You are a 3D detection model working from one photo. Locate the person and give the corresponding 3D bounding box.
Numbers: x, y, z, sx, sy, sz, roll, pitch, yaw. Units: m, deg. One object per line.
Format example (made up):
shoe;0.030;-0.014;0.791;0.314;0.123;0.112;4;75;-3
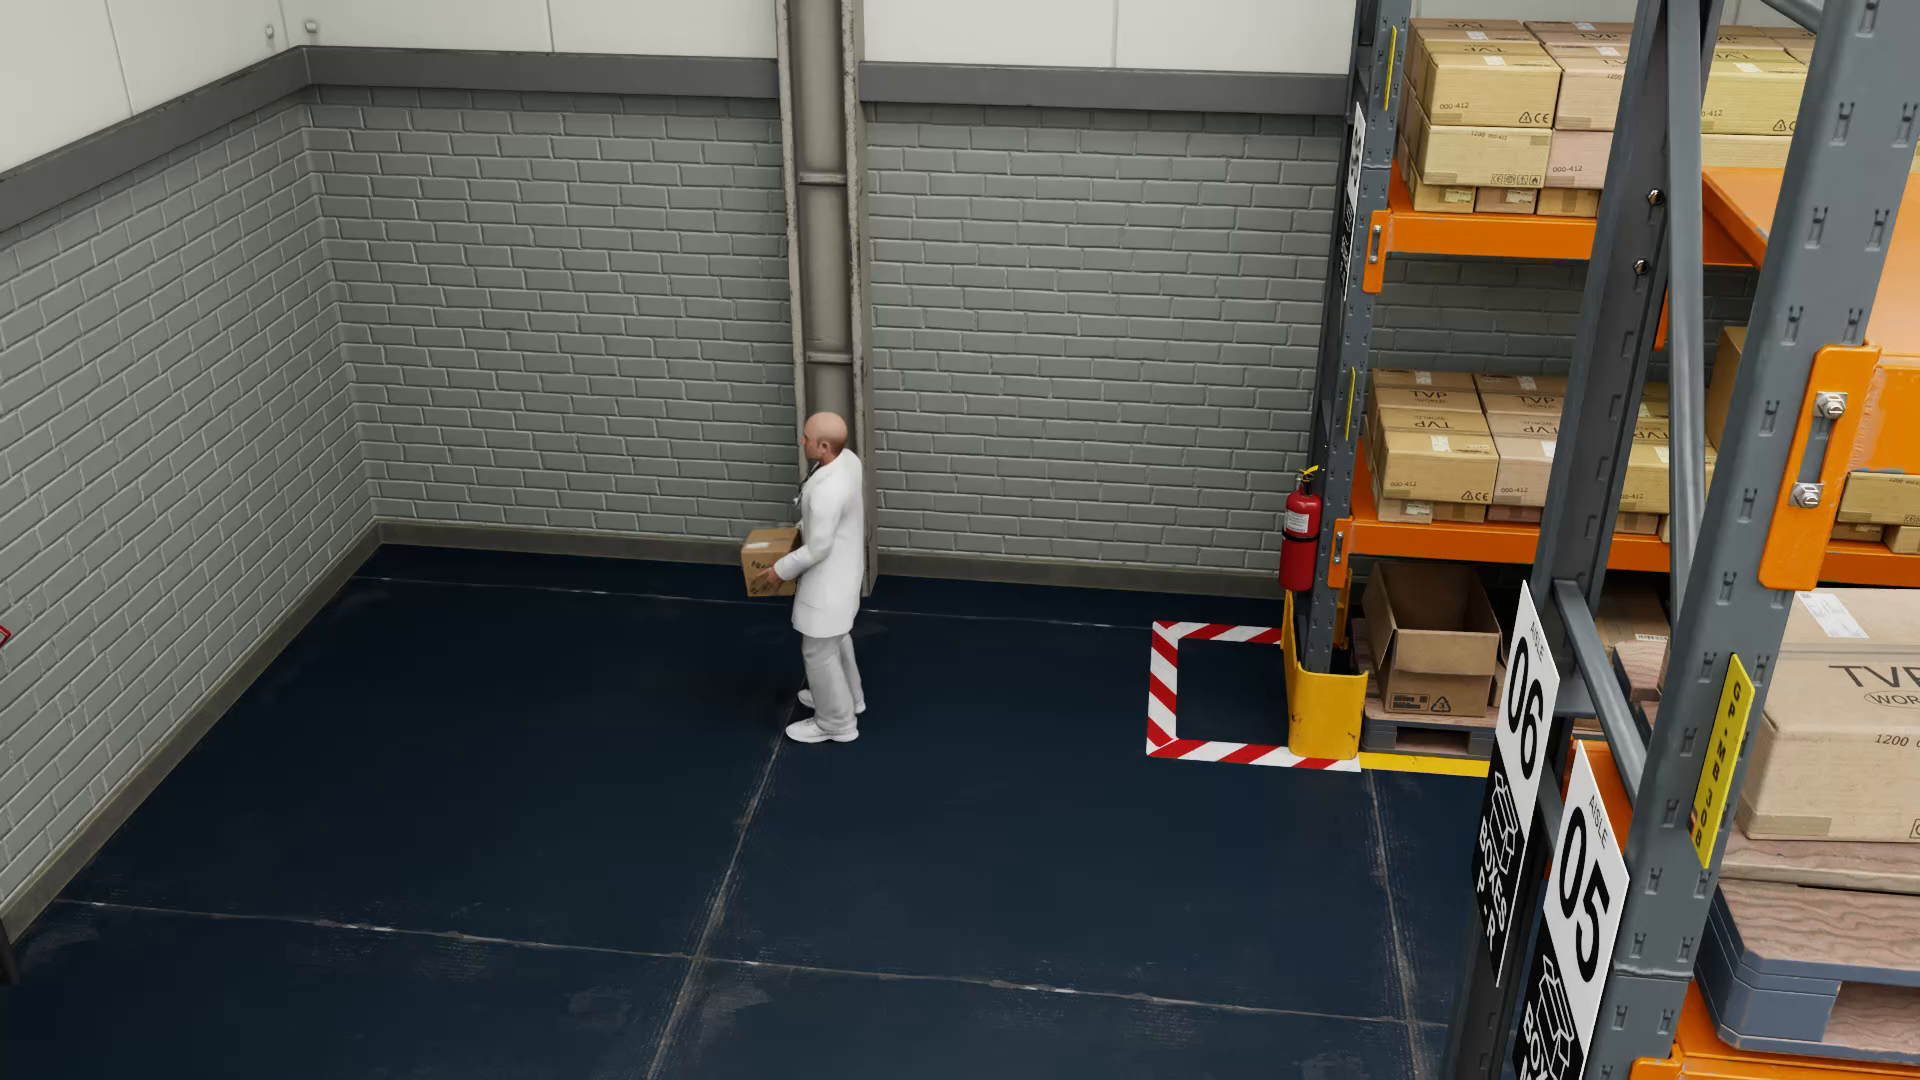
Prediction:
person;-0.679;0.189;8.283;0.415;1.774;0.654;3;28;5
